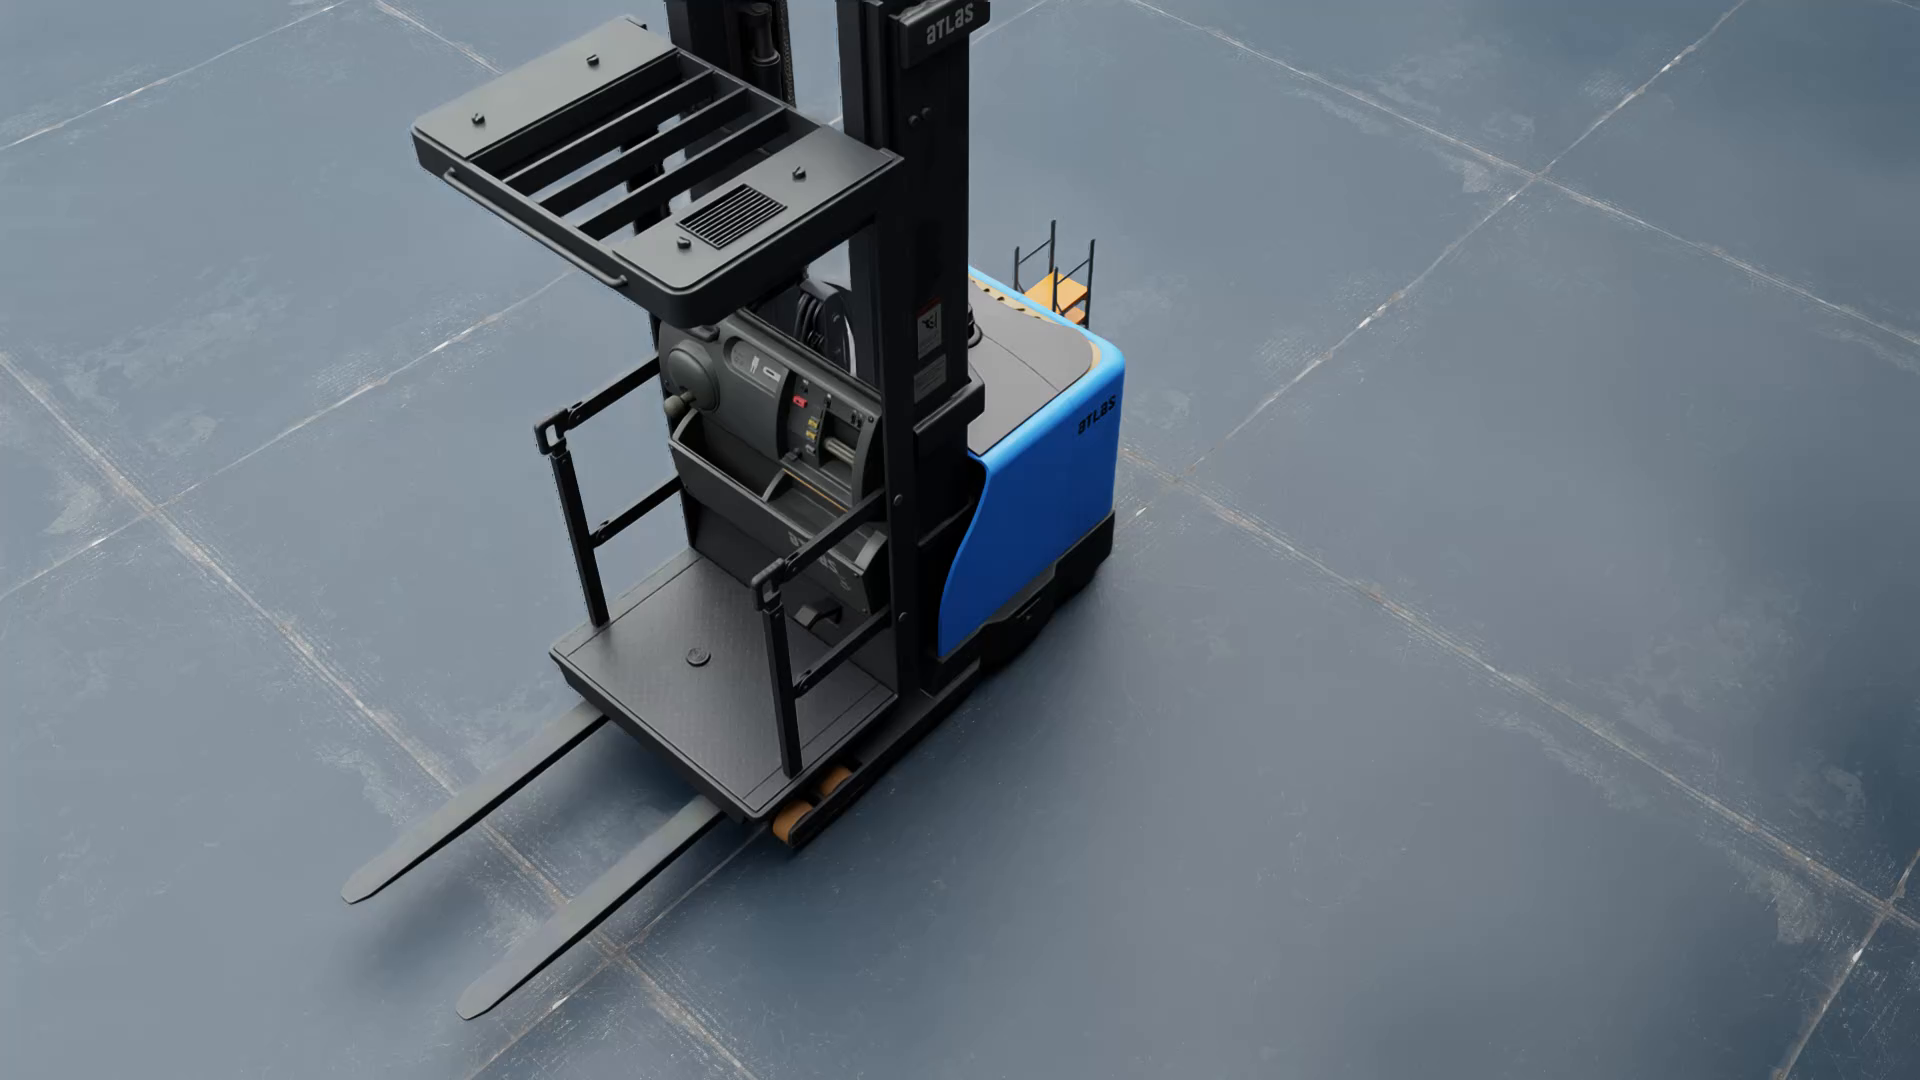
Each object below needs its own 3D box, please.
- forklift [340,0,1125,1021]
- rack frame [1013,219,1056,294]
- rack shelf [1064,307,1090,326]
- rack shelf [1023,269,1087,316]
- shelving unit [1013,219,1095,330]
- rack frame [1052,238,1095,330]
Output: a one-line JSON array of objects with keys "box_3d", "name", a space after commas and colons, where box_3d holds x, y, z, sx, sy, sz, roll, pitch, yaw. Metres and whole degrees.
[{"box_3d": [-0.749, -0.370, 5.087, 1.130, 2.935, 3.031, 33, 55, 27], "name": "forklift"}, {"box_3d": [0.280, -0.726, 6.609, 0.006, 1.200, 0.240, 32, 54, 26], "name": "rack frame"}, {"box_3d": [0.350, -0.817, 6.426, 0.180, 0.103, 0.258, 32, 54, 26], "name": "rack shelf"}, {"box_3d": [0.350, -0.899, 6.338, 0.180, 0.103, 0.258, 32, 54, 26], "name": "rack shelf"}, {"box_3d": [0.350, -0.683, 6.568, 0.189, 1.200, 0.258, 32, 54, 26], "name": "shelving unit"}, {"box_3d": [0.420, -0.640, 6.528, 0.006, 1.200, 0.240, 32, 54, 26], "name": "rack frame"}]
